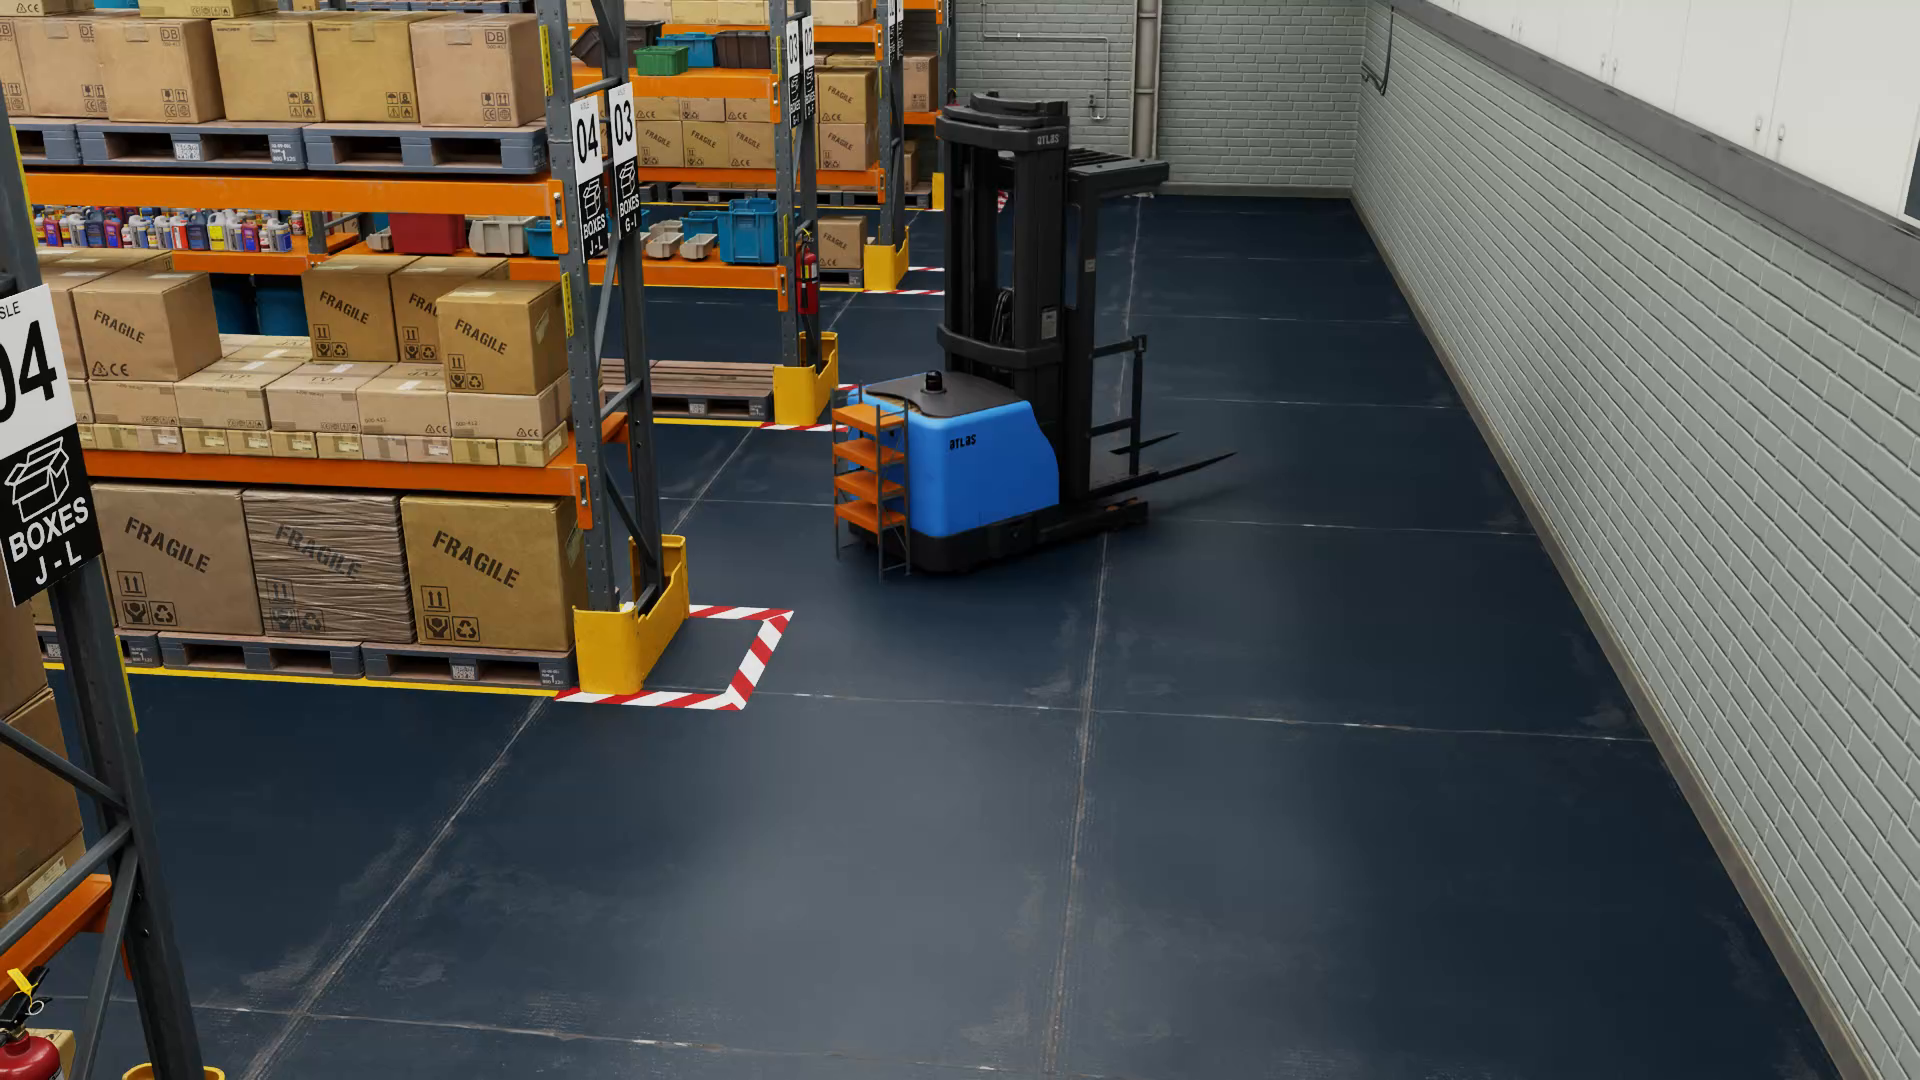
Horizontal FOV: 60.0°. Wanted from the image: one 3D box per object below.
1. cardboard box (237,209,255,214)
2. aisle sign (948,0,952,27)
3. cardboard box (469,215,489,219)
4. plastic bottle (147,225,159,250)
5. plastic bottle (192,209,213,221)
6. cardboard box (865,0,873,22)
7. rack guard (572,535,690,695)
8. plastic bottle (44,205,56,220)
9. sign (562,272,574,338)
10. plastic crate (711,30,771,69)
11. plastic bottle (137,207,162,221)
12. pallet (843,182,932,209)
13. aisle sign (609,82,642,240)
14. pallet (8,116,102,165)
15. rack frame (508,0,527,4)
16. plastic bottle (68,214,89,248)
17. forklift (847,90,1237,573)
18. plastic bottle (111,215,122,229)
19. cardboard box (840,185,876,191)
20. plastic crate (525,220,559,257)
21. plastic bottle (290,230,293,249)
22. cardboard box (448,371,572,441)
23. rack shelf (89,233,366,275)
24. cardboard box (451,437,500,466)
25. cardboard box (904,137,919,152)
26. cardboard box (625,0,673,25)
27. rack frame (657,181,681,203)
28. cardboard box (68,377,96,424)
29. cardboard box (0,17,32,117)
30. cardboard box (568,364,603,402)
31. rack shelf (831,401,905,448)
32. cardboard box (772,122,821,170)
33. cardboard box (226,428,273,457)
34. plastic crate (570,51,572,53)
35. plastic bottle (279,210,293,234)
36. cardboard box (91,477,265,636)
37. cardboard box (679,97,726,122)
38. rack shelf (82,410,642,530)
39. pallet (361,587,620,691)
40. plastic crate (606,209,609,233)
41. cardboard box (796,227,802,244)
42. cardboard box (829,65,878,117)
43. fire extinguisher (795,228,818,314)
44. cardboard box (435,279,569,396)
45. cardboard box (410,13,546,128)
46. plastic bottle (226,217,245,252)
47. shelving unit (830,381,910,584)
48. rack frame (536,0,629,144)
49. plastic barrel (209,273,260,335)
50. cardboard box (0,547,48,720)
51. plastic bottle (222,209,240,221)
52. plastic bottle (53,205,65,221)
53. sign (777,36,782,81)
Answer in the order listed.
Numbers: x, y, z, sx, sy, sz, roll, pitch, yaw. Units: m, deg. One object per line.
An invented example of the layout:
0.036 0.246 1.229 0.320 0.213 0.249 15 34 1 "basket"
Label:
-8.281 -3.630 19.344 0.500 0.500 0.500 3 22 9 "cardboard box"
-0.139 -7.271 22.216 0.004 0.787 0.394 2 22 6 "aisle sign"
-5.251 -3.498 19.010 0.500 0.500 0.500 2 22 6 "cardboard box"
-6.859 -2.576 14.146 0.097 0.201 0.097 0 22 0 "plastic bottle"
-6.666 -2.817 14.654 0.135 0.276 0.152 2 22 6 "plastic bottle"
-1.235 -5.806 18.171 0.500 0.250 0.500 2 22 6 "cardboard box"
-1.901 0.414 9.713 0.348 0.500 1.175 2 22 6 "rack guard"
-8.202 -2.916 15.005 0.097 0.201 0.097 0 22 0 "plastic bottle"
-2.002 -1.201 8.500 0.005 0.325 0.100 2 22 6 "sign"
-1.691 -4.010 13.602 0.590 0.269 0.497 2 22 6 "plastic crate"
-7.230 -2.934 14.848 0.185 0.351 0.144 2 22 6 "plastic bottle"
-0.979 -4.884 23.507 1.213 0.211 1.003 2 22 6 "pallet"
-1.818 -2.065 9.047 0.004 0.787 0.394 2 22 6 "aisle sign"
-5.085 -2.237 9.059 1.213 0.211 1.003 2 22 6 "pallet"
-4.727 -7.329 17.739 0.127 3.000 1.000 2 22 6 "rack frame"
-7.517 -2.650 14.231 0.135 0.276 0.152 2 22 6 "plastic bottle"
0.700 -1.570 11.423 3.031 2.935 1.130 -16 27 -36 "forklift"
-7.214 -2.647 14.229 0.097 0.271 0.097 0 22 0 "plastic bottle"
-1.379 -5.223 23.400 0.500 0.500 0.700 2 22 6 "cardboard box"
-3.411 -2.503 13.838 0.300 0.233 0.416 2 22 6 "plastic crate"
-5.747 -2.584 14.166 0.097 0.201 0.097 0 22 0 "plastic bottle"
-2.437 -0.742 9.037 0.500 0.250 0.500 2 22 5 "cardboard box"
-7.300 -2.483 14.619 4.000 0.370 1.077 2 22 6 "rack shelf"
-2.575 -0.539 9.064 0.250 0.149 0.380 3 22 7 "cardboard box"
-0.735 -5.571 23.397 0.250 0.149 0.380 3 22 7 "cardboard box"
-3.281 -5.708 17.922 0.500 0.250 0.500 2 22 6 "cardboard box"
-4.148 -6.348 23.417 0.127 3.000 1.000 2 22 6 "rack frame"
-4.968 -0.852 9.314 0.500 0.250 0.500 2 22 6 "cardboard box"
-5.112 -2.594 8.998 0.500 0.500 0.700 1 22 3 "cardboard box"
-2.369 -0.937 9.531 0.500 0.250 0.500 2 22 5 "cardboard box"
-0.578 -0.741 10.612 0.258 0.148 0.480 -17 27 -36 "rack shelf"
-1.747 -4.354 18.237 0.500 0.500 0.500 3 22 7 "cardboard box"
-3.835 -0.594 9.204 0.250 0.149 0.380 3 22 7 "cardboard box"
-3.423 -3.829 13.324 0.530 0.136 0.437 2 22 6 "plastic crate"
-5.973 -2.851 14.746 0.097 0.271 0.097 0 22 0 "plastic bottle"
-4.357 -0.033 9.762 0.875 0.875 0.875 2 22 6 "cardboard box"
-2.756 -4.861 18.160 0.500 0.500 0.500 3 22 8 "cardboard box"
-3.910 -0.502 9.607 4.000 0.370 1.077 2 22 6 "rack shelf"
-2.728 0.541 9.784 1.213 0.211 1.003 2 22 6 "pallet"
-3.153 -2.709 14.358 0.300 0.233 0.416 2 22 6 "plastic crate"
-1.758 -3.441 19.205 0.500 0.250 0.500 2 22 6 "cardboard box"
-1.164 -4.993 18.494 0.500 0.500 0.500 3 22 8 "cardboard box"
-1.245 -2.176 13.477 0.183 0.674 0.296 2 22 6 "fire extinguisher"
-2.439 -1.092 8.902 0.500 0.500 0.500 3 22 7 "cardboard box"
-2.447 -2.436 8.598 0.500 0.500 0.700 1 22 3 "cardboard box"
-6.106 -2.588 14.075 0.135 0.276 0.152 2 22 6 "plastic bottle"
-0.578 -0.375 10.757 0.258 1.200 0.503 -17 27 -36 "shelving unit"
-1.924 -3.539 8.153 0.127 3.000 1.000 2 22 6 "rack frame"
-6.555 -2.011 14.729 0.708 0.901 0.600 2 22 6 "plastic barrel"
-3.023 0.291 4.724 0.500 0.500 0.500 2 22 6 "cardboard box"
-6.248 -2.681 14.208 0.185 0.351 0.144 2 22 6 "plastic bottle"
-8.106 -2.944 14.981 0.097 0.271 0.097 0 22 0 "plastic bottle"
-1.390 -3.703 12.788 0.005 0.325 0.100 2 22 6 "sign"
